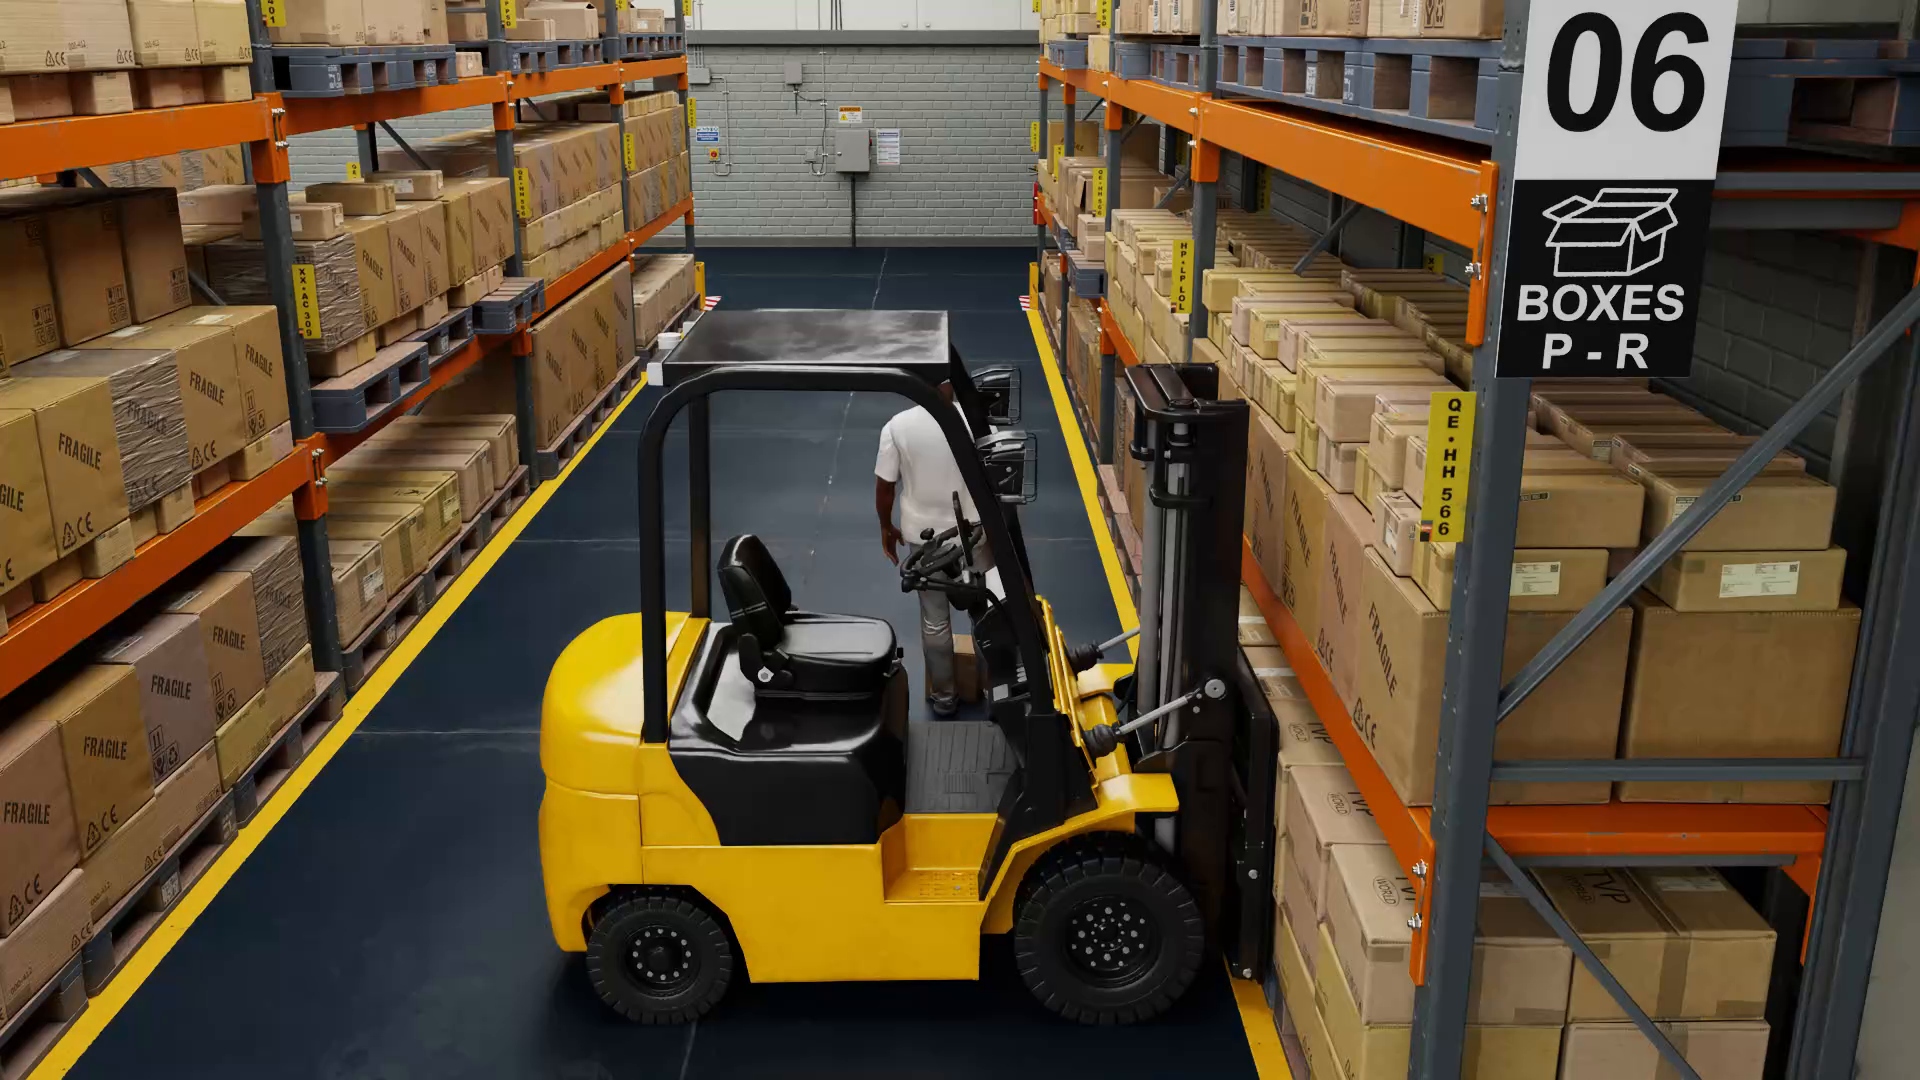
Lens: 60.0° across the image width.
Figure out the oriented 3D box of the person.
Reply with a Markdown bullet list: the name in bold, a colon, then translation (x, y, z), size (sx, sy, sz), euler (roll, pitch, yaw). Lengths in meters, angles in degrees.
- **person**: translation (-0.035, -0.055, 7.652), size (0.665, 1.765, 0.577), euler (4, 17, 12)
